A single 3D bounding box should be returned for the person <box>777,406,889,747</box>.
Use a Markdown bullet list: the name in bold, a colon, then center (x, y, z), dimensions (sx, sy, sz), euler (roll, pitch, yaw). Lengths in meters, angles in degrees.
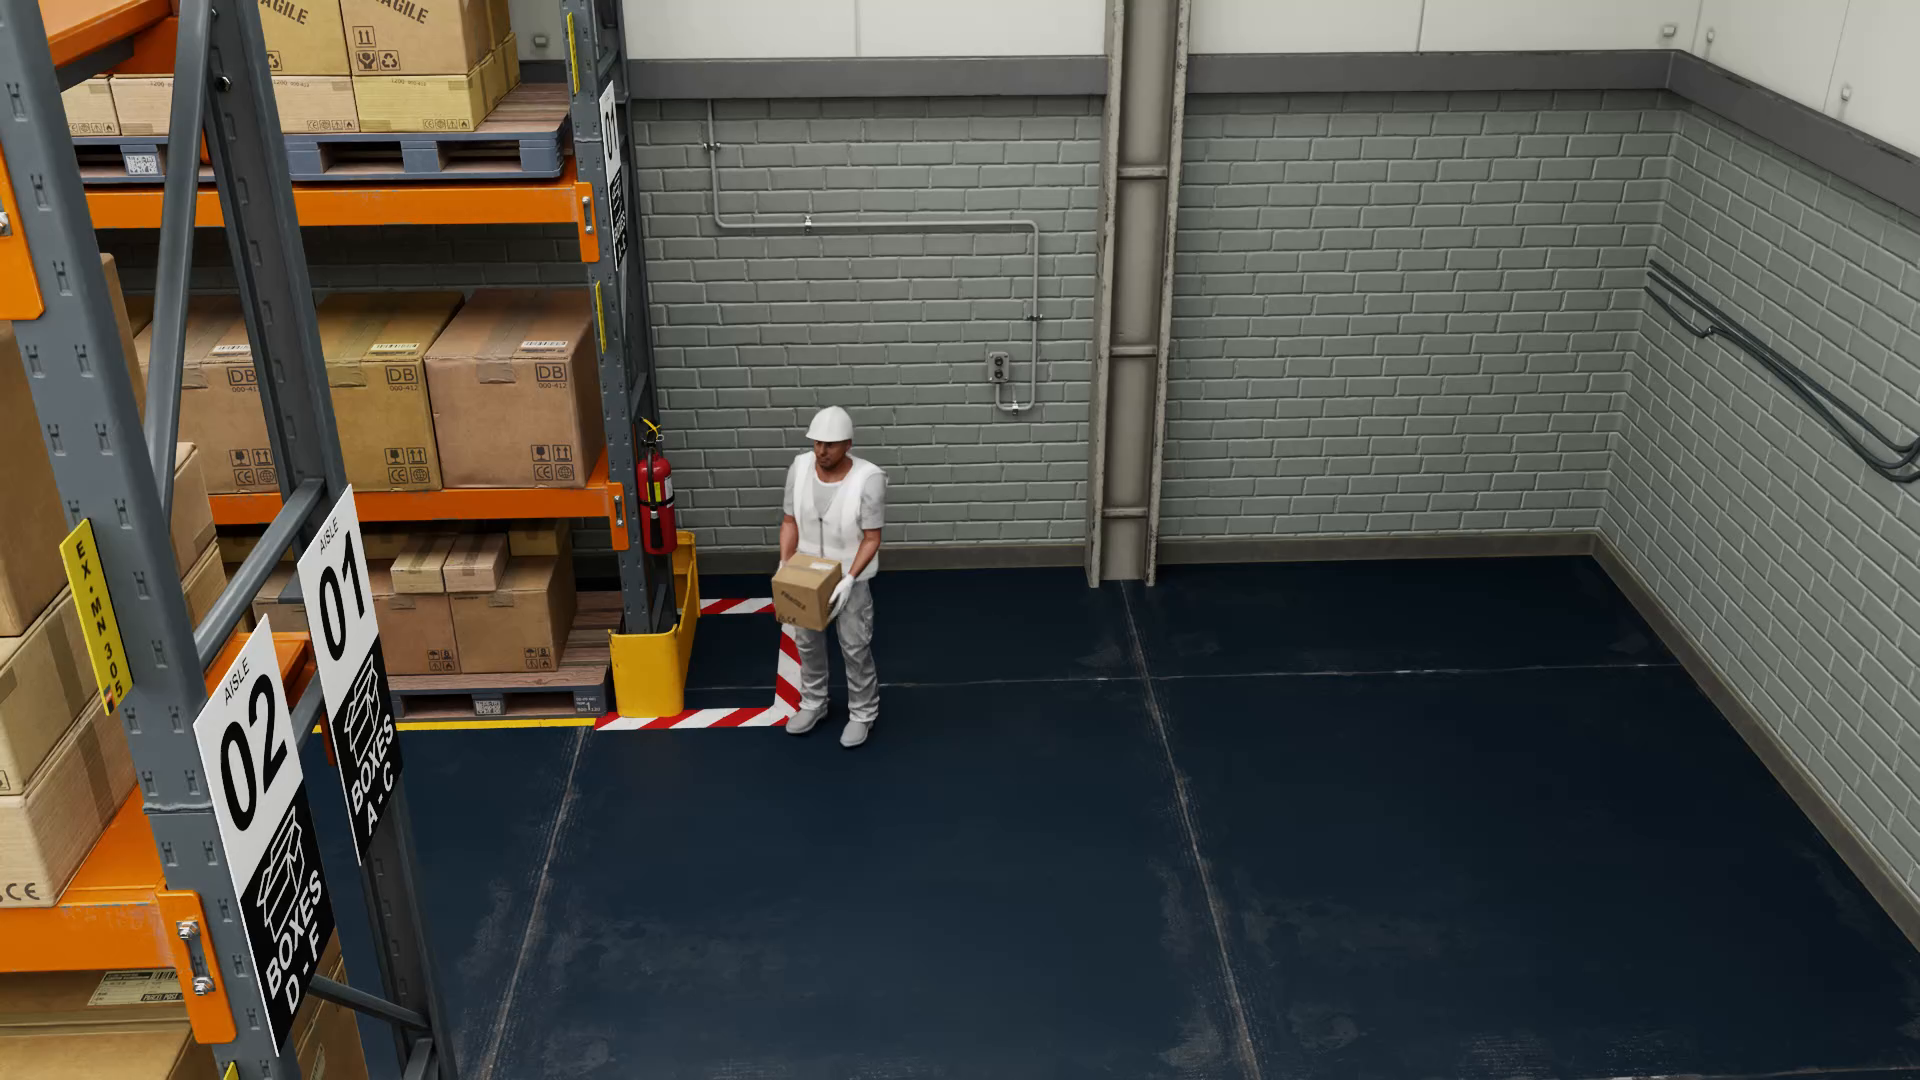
- **person**: center (-0.646, 0.201, 8.205), dimensions (0.542, 1.787, 0.520), euler (11, 29, 21)
